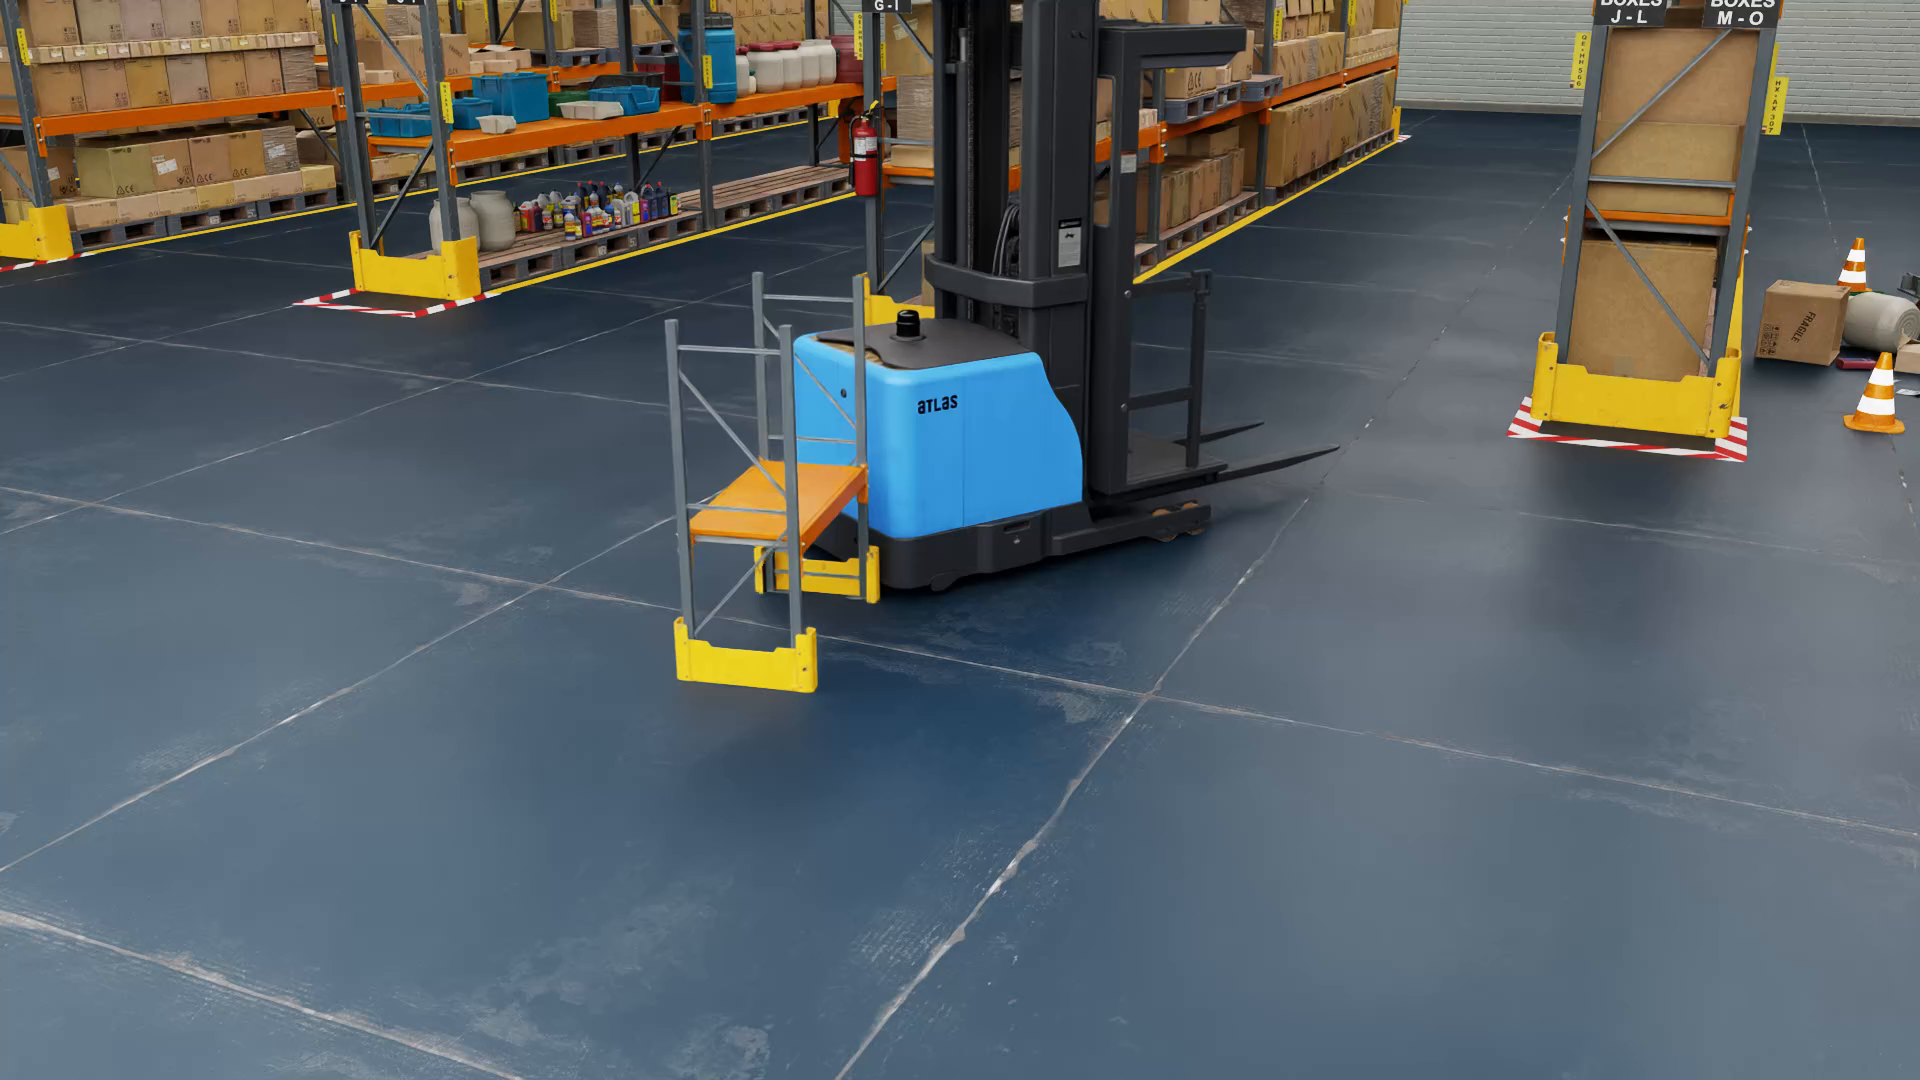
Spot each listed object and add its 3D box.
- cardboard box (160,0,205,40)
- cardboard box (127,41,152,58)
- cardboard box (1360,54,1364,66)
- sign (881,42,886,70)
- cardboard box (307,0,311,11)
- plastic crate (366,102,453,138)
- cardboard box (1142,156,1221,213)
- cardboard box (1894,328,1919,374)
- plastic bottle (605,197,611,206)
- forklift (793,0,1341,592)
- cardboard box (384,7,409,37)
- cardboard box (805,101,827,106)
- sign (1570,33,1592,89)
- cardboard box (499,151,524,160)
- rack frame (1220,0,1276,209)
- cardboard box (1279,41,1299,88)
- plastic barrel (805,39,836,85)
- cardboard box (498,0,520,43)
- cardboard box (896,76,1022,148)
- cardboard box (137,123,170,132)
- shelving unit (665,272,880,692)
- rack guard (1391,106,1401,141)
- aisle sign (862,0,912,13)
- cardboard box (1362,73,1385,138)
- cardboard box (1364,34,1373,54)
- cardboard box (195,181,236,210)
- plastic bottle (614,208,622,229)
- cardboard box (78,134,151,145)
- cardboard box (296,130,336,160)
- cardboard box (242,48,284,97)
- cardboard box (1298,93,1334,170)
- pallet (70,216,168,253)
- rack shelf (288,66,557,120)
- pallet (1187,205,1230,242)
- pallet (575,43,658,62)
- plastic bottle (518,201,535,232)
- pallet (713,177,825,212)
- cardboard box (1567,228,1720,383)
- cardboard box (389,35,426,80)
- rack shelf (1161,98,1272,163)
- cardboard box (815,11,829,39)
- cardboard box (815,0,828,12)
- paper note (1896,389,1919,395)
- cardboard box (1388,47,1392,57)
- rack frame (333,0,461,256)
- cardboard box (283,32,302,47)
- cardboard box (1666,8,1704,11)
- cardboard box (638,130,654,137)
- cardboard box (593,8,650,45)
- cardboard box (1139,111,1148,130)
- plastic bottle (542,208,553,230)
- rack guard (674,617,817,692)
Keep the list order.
[{"bbox_3d":[-8.415,-5.527,17.448,0.700,0.500,0.500,9,21,23],"label":"cardboard box"},{"bbox_3d":[-8.482,-5.002,16.939,0.380,0.149,0.250,8,21,21],"label":"cardboard box"},{"bbox_3d":[5.435,-6.719,23.259,0.380,0.149,0.250,8,21,21],"label":"cardboard box"},{"bbox_3d":[-0.962,-6.011,20.651,0.100,0.325,0.005,9,21,23],"label":"sign"},{"bbox_3d":[-10.072,-8.029,24.827,0.500,0.250,0.500,9,22,24],"label":"cardboard box"},{"bbox_3d":[-4.811,-3.686,14.578,0.499,0.251,0.616,9,21,23],"label":"plastic crate"},{"bbox_3d":[2.354,-3.804,17.763,0.700,0.500,0.500,11,22,27],"label":"cardboard box"},{"bbox_3d":[6.874,-1.327,11.805,0.396,0.266,0.258,13,23,32],"label":"cardboard box"},{"bbox_3d":[-3.484,-3.284,16.623,0.061,0.283,0.133,9,21,23],"label":"plastic bottle"},{"bbox_3d":[0.684,-1.503,8.322,3.031,2.935,1.130,-13,23,-32],"label":"forklift"},{"bbox_3d":[-9.240,-8.301,26.710,0.500,0.500,0.500,9,21,23],"label":"cardboard box"},{"bbox_3d":[-2.707,-7.963,29.458,0.500,0.500,0.500,9,21,23],"label":"cardboard box"},{"bbox_3d":[3.770,-2.907,10.084,0.100,0.325,0.005,9,21,23],"label":"sign"},{"bbox_3d":[-6.185,-5.238,22.198,0.500,0.250,0.500,8,21,22],"label":"cardboard box"},{"bbox_3d":[3.052,-5.328,18.973,1.000,3.000,0.127,9,21,23],"label":"rack frame"},{"bbox_3d":[3.708,-5.644,19.714,0.500,0.500,0.500,8,21,21],"label":"cardboard box"},{"bbox_3d":[-1.693,-5.716,19.899,0.421,0.512,0.421,0,20,0],"label":"plastic barrel"},{"bbox_3d":[-8.326,-9.117,29.180,0.980,0.700,0.700,8,21,21],"label":"cardboard box"},{"bbox_3d":[0.026,-3.234,12.492,0.875,0.500,0.500,9,21,23],"label":"cardboard box"},{"bbox_3d":[-11.446,-5.716,23.139,0.700,0.500,0.500,9,21,23],"label":"cardboard box"},{"bbox_3d":[-0.769,-0.286,7.034,0.587,1.500,1.083,4,20,12],"label":"shelving unit"},{"bbox_3d":[6.337,-6.603,26.289,1.175,0.500,0.348,9,21,23],"label":"rack guard"},{"bbox_3d":[-0.523,-4.129,11.724,0.394,0.787,0.004,9,21,23],"label":"aisle sign"},{"bbox_3d":[5.766,-6.485,24.772,0.875,0.875,0.875,9,21,23],"label":"cardboard box"},{"bbox_3d":[5.536,-7.038,23.563,0.500,0.250,0.500,9,22,24],"label":"cardboard box"},{"bbox_3d":[-8.222,-3.737,17.976,0.500,0.250,0.500,9,21,23],"label":"cardboard box"},{"bbox_3d":[-3.410,-3.191,16.484,0.097,0.201,0.097,0,20,0],"label":"plastic bottle"},{"bbox_3d":[-8.916,-4.011,17.628,0.500,0.500,0.500,9,21,23],"label":"cardboard box"},{"bbox_3d":[-7.718,-4.795,20.116,0.500,0.311,0.500,9,21,23],"label":"cardboard box"},{"bbox_3d":[-8.009,-5.214,18.504,0.700,0.500,0.500,8,21,22],"label":"cardboard box"},{"bbox_3d":[4.081,-5.276,21.371,1.225,0.875,0.875,8,21,21],"label":"cardboard box"},{"bbox_3d":[-8.986,-3.168,17.063,1.003,0.211,1.213,9,21,23],"label":"pallet"},{"bbox_3d":[-6.804,-5.738,21.200,1.077,0.370,4.000,9,21,23],"label":"rack shelf"},{"bbox_3d":[2.229,-3.404,17.725,1.003,0.211,1.213,9,21,23],"label":"pallet"},{"bbox_3d":[-5.192,-7.193,24.504,1.003,0.211,1.213,9,21,23],"label":"pallet"},{"bbox_3d":[-4.263,-3.181,16.344,0.152,0.276,0.135,9,21,23],"label":"plastic bottle"},{"bbox_3d":[-2.321,-4.091,19.656,1.003,0.211,1.213,9,21,23],"label":"pallet"},{"bbox_3d":[4.477,-1.584,10.990,0.875,0.875,0.875,9,21,23],"label":"cardboard box"},{"bbox_3d":[-6.872,-6.059,20.881,0.500,0.500,0.500,9,21,23],"label":"cardboard box"},{"bbox_3d":[2.233,-4.378,17.375,1.077,0.370,4.000,9,21,23],"label":"rack shelf"},{"bbox_3d":[-2.644,-9.007,29.169,0.500,0.500,0.500,9,22,24],"label":"cardboard box"},{"bbox_3d":[-2.640,-9.478,29.002,0.500,0.500,0.500,8,21,22],"label":"cardboard box"},{"bbox_3d":[6.433,-1.005,11.251,0.144,0.017,0.142,18,26,41],"label":"paper note"},{"bbox_3d":[6.273,-7.344,25.018,0.380,0.149,0.250,9,21,23],"label":"cardboard box"},{"bbox_3d":[-4.743,-3.562,14.008,1.000,3.000,0.127,9,21,23],"label":"rack frame"},{"bbox_3d":[-7.641,-5.630,18.707,0.380,0.149,0.250,8,21,22],"label":"cardboard box"},{"bbox_3d":[5.715,-3.865,13.025,0.875,0.550,0.550,9,21,23],"label":"cardboard box"},{"bbox_3d":[-4.909,-6.291,24.757,0.500,0.500,0.500,8,21,21],"label":"cardboard box"},{"bbox_3d":[-5.014,-7.607,24.607,0.700,0.500,0.500,3,20,9],"label":"cardboard box"},{"bbox_3d":[1.483,-3.806,15.068,0.380,0.149,0.250,9,21,23],"label":"cardboard box"},{"bbox_3d":[-4.084,-3.177,16.444,0.097,0.201,0.097,0,20,0],"label":"plastic bottle"},{"bbox_3d":[-0.874,0.466,6.785,0.587,0.250,0.087,4,20,12],"label":"rack guard"}]
